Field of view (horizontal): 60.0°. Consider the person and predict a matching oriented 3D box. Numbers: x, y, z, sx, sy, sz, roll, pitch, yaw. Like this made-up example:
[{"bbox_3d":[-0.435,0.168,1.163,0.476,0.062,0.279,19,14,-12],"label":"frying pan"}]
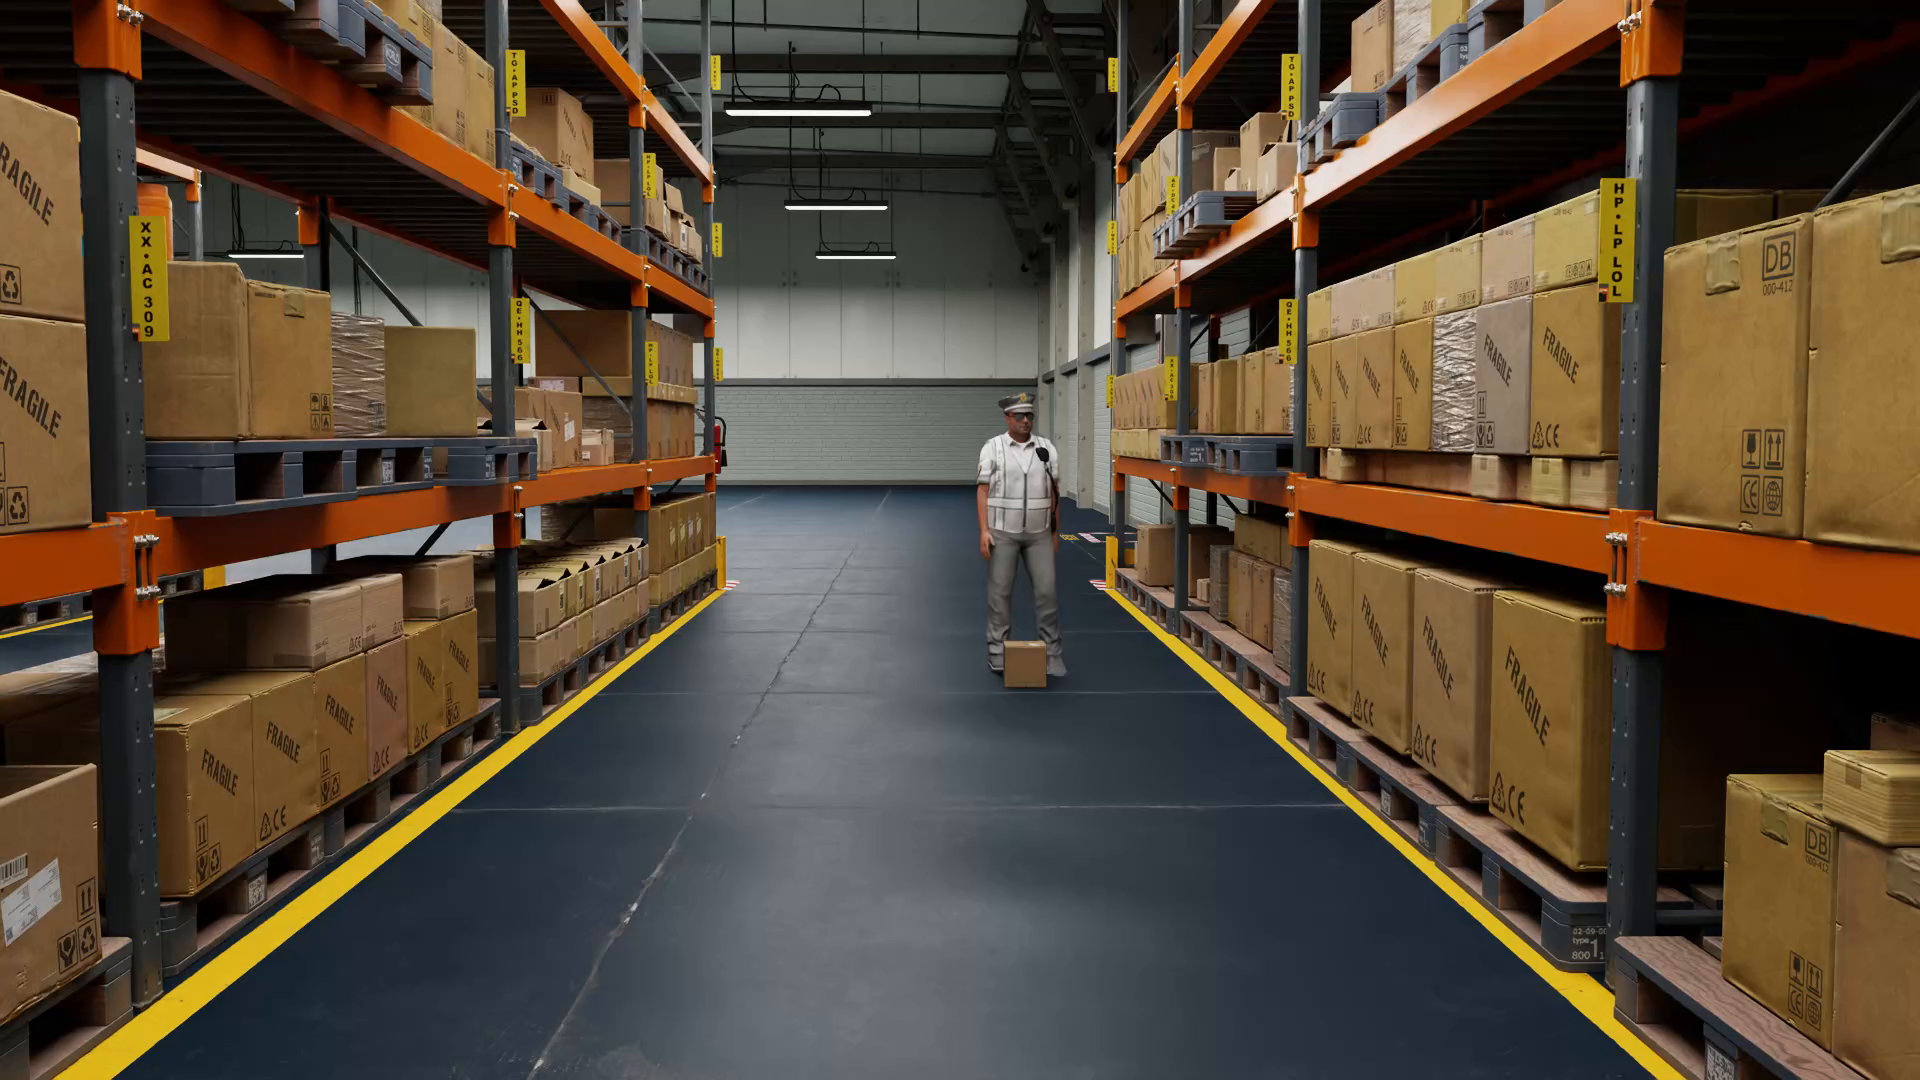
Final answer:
[{"bbox_3d":[0.406,-0.031,10.562,0.536,1.775,0.407,0,4,0],"label":"person"}]
